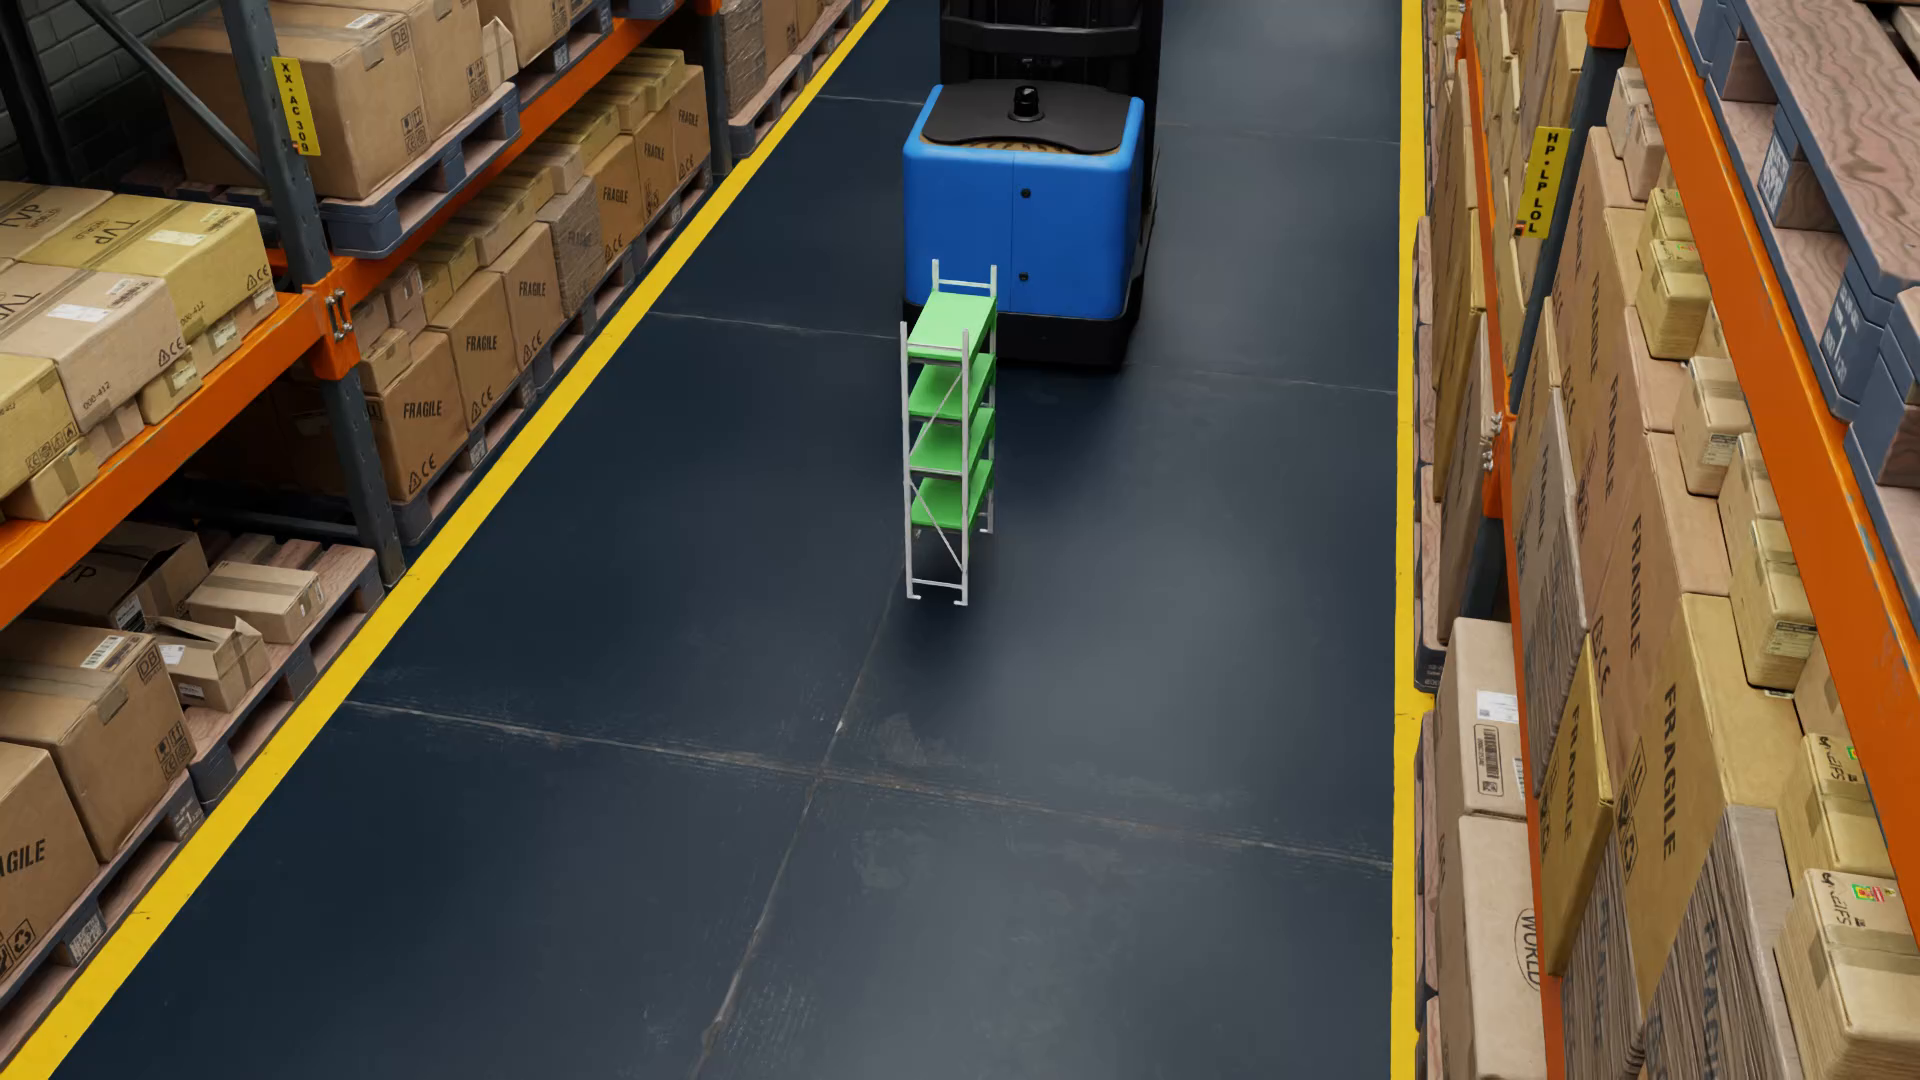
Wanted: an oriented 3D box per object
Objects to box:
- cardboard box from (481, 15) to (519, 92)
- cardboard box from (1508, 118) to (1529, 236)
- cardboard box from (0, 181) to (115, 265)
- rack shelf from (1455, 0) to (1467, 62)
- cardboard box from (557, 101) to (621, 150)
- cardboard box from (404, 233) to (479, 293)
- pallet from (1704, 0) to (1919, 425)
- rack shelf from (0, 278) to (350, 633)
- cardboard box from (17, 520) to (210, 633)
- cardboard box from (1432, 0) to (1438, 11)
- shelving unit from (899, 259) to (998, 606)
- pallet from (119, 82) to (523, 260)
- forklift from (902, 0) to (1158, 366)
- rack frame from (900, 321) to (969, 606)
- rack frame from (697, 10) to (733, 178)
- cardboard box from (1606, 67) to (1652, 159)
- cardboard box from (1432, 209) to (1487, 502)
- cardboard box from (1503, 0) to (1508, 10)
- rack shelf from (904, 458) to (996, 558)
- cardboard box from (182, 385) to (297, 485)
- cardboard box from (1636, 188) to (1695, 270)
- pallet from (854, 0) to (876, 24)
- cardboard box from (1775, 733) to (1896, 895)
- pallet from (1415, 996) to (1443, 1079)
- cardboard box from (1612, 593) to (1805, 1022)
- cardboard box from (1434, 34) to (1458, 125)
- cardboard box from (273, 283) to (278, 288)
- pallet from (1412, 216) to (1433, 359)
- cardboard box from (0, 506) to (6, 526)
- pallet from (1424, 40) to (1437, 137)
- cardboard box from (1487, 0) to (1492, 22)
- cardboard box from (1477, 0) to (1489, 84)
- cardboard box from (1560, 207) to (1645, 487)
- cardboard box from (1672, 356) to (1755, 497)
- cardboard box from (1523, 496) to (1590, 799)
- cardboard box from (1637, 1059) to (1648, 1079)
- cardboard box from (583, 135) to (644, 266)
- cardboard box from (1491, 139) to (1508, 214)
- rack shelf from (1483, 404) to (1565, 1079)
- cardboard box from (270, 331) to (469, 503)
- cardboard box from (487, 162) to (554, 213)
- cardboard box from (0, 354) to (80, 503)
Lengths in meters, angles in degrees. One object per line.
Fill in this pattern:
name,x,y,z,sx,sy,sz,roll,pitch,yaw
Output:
cardboard box,-2.015,-1.981,6.685,0.396,0.266,0.258,9,37,12
cardboard box,2.119,-1.210,5.565,0.500,0.250,0.500,8,37,11
cardboard box,-3.056,-0.927,5.347,0.500,0.250,0.500,7,37,9
rack shelf,3.445,-3.646,9.837,1.077,0.370,4.000,7,37,10
cardboard box,-1.919,-2.065,8.262,0.380,0.149,0.250,8,37,11
cardboard box,-2.278,-1.186,7.050,0.380,0.149,0.250,7,36,9
pallet,1.715,-0.511,2.419,1.003,0.211,1.213,7,37,10
rack shelf,-3.114,0.320,4.365,1.077,0.370,4.000,7,37,10
cardboard box,-3.059,0.150,5.920,0.500,0.311,0.500,9,37,12
cardboard box,3.762,-3.889,11.441,0.950,0.372,0.625,8,37,11
shelving unit,-0.035,-0.391,6.267,0.258,1.200,0.503,7,37,10
pallet,-2.409,-1.484,6.405,1.003,0.211,1.213,7,37,10
forklift,0.486,-2.855,8.192,1.130,2.935,3.031,6,36,8
rack frame,-0.087,-0.251,6.074,0.240,1.200,0.015,7,37,10
rack frame,-1.832,-3.411,8.900,1.000,3.000,0.127,7,37,10
cardboard box,1.842,-1.057,4.162,0.380,0.149,0.250,7,36,9
cardboard box,2.403,-0.691,6.601,0.875,0.875,0.875,8,37,11
cardboard box,2.451,-2.404,6.573,0.500,0.500,0.500,8,37,11
rack shelf,-0.035,-0.145,6.445,0.258,0.148,0.480,7,37,10
cardboard box,-2.871,-0.594,6.786,0.500,0.500,0.500,7,37,10
cardboard box,1.677,-0.621,3.561,0.380,0.149,0.250,7,37,10
pallet,-1.097,-4.148,12.293,1.003,0.211,1.213,7,37,10
cardboard box,1.287,0.411,2.137,0.380,0.149,0.250,8,37,11
pallet,1.666,1.759,4.143,1.003,0.211,1.213,7,37,10
cardboard box,1.371,0.458,2.625,0.500,0.500,0.500,7,37,10
cardboard box,3.298,-2.643,9.722,0.950,0.372,0.625,7,36,9
cardboard box,-2.839,-0.937,6.706,0.380,0.149,0.250,7,37,10
pallet,2.775,-1.219,8.252,1.003,0.211,1.213,7,37,10
cardboard box,-2.848,-0.066,4.500,0.380,0.149,0.250,8,37,11
pallet,3.449,-2.807,10.443,1.003,0.211,1.213,7,37,10
cardboard box,2.557,-2.377,7.175,0.500,0.250,0.500,8,37,11
cardboard box,2.575,-2.184,7.336,0.500,0.250,0.500,6,36,9
cardboard box,1.711,-0.411,3.824,0.500,0.500,0.500,7,36,9
cardboard box,1.498,-0.186,2.961,0.380,0.149,0.250,7,37,10
cardboard box,1.583,0.271,3.735,0.500,0.500,0.500,8,37,10
cardboard box,1.275,1.160,2.509,0.500,0.500,0.500,7,36,9
cardboard box,-1.939,-1.713,8.330,0.500,0.500,0.500,9,37,12
cardboard box,2.249,-1.304,6.121,0.500,0.250,0.500,6,36,9
rack shelf,1.736,0.940,3.509,1.077,0.370,4.000,7,37,10
cardboard box,-2.364,-0.524,6.690,0.500,0.500,0.500,9,37,12
cardboard box,-2.103,-1.625,7.656,0.380,0.149,0.250,7,37,10
cardboard box,-2.769,-0.281,4.456,0.500,0.250,0.500,7,37,10
